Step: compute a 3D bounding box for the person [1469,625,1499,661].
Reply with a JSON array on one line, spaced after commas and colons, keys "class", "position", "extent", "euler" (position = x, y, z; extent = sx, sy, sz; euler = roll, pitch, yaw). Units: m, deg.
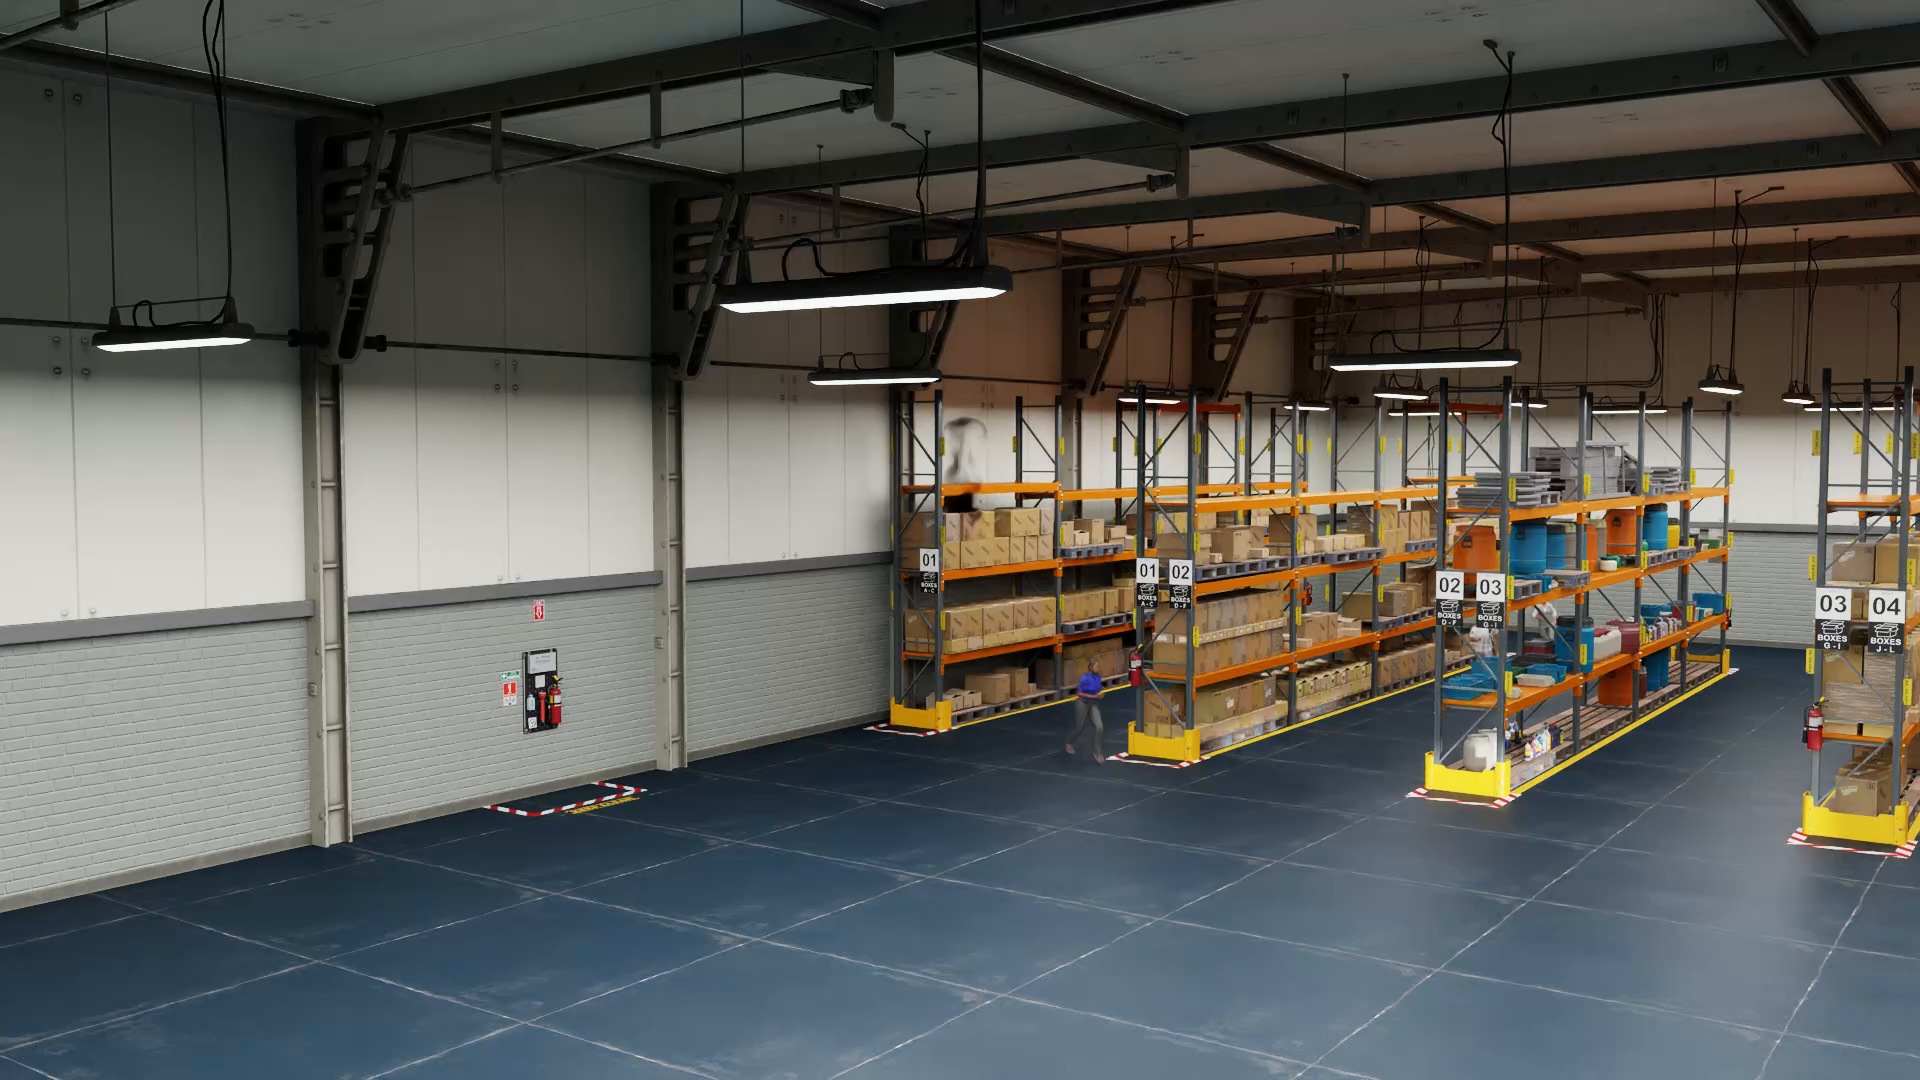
[{"class": "person", "position": [10.480, 2.263, 33.291], "extent": [0.558, 1.716, 0.901], "euler": [1, 4, 23]}]

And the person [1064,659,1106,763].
[{"class": "person", "position": [2.007, 2.716, 26.580], "extent": [0.608, 1.685, 0.939], "euler": [-3, 4, -39]}]

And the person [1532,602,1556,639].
[{"class": "person", "position": [13.523, 2.010, 38.503], "extent": [0.536, 1.565, 0.886], "euler": [1, 3, 19]}]
